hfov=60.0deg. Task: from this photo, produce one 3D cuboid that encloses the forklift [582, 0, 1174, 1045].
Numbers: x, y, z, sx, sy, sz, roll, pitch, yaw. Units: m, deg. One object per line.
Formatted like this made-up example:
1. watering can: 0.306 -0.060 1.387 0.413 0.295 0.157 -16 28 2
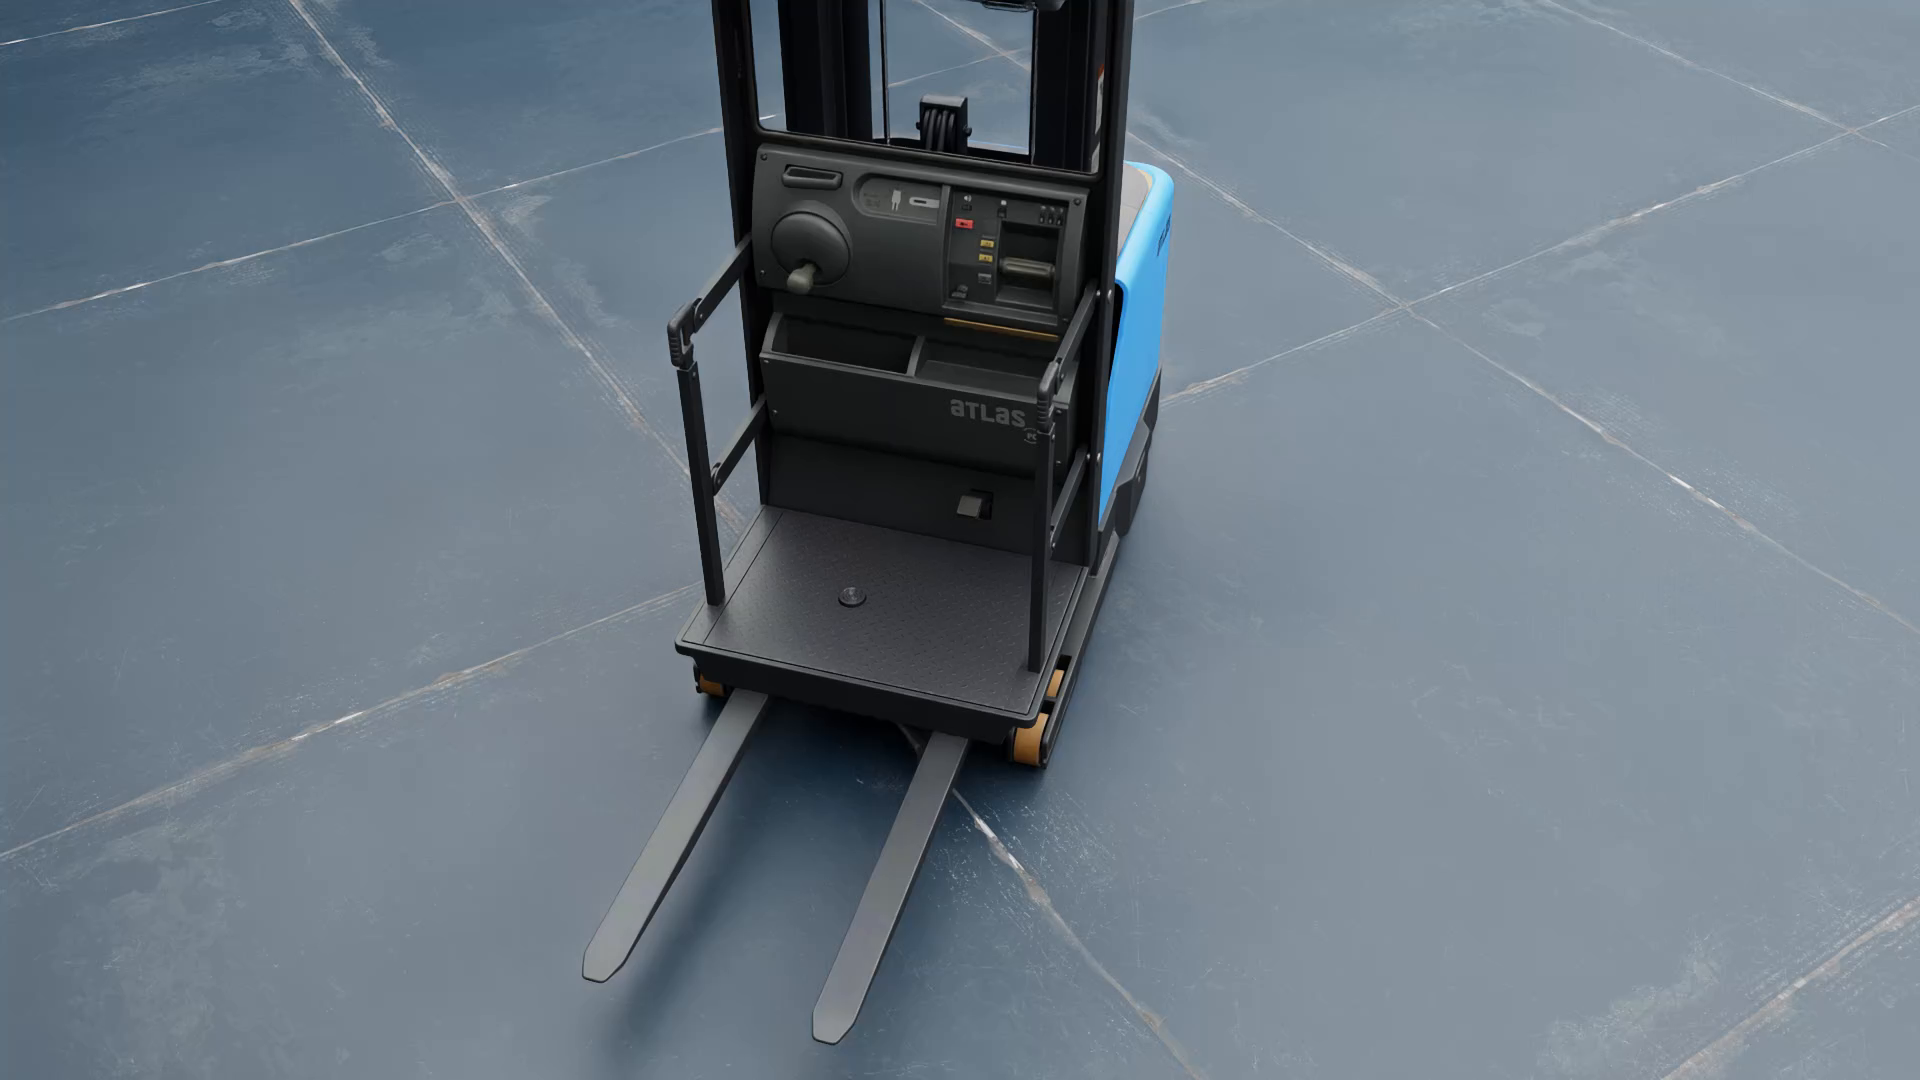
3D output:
1. forklift: -0.180 -0.742 4.351 1.130 2.935 3.031 11 41 13
